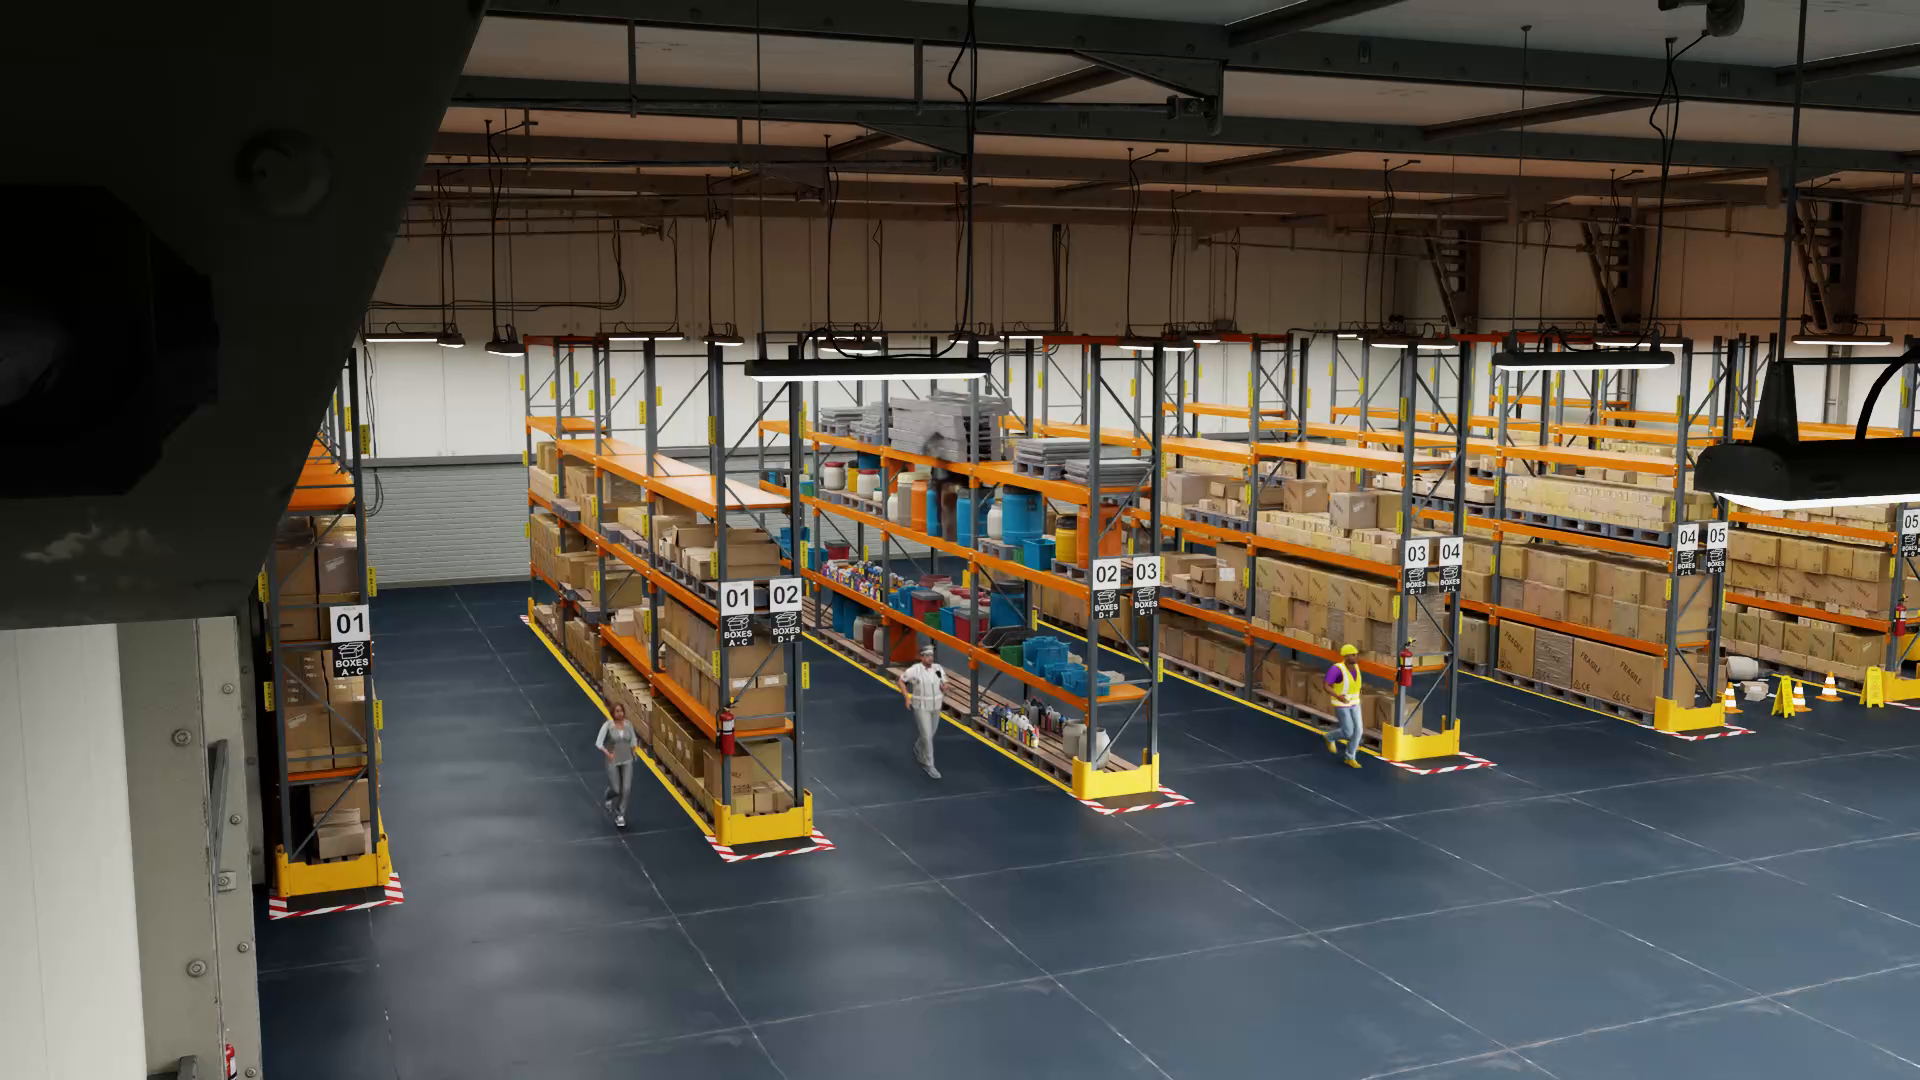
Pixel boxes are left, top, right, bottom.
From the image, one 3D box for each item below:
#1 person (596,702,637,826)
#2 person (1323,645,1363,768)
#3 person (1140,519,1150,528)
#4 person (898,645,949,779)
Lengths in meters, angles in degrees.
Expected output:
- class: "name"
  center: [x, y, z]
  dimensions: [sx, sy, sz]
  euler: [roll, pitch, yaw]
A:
- class: "person"
  center: [-4.301, 2.793, 20.903]
  dimensions: [0.534, 1.553, 0.557]
  euler: [-4, 9, -29]
- class: "person"
  center: [5.481, 2.345, 23.701]
  dimensions: [0.738, 1.748, 0.681]
  euler: [-4, 9, -30]
- class: "person"
  center: [4.529, -0.086, 41.552]
  dimensions: [0.970, 1.725, 0.699]
  euler: [-1, 8, -7]
- class: "person"
  center: [-0.460, 2.348, 23.261]
  dimensions: [0.653, 1.795, 0.921]
  euler: [-5, 9, -32]
